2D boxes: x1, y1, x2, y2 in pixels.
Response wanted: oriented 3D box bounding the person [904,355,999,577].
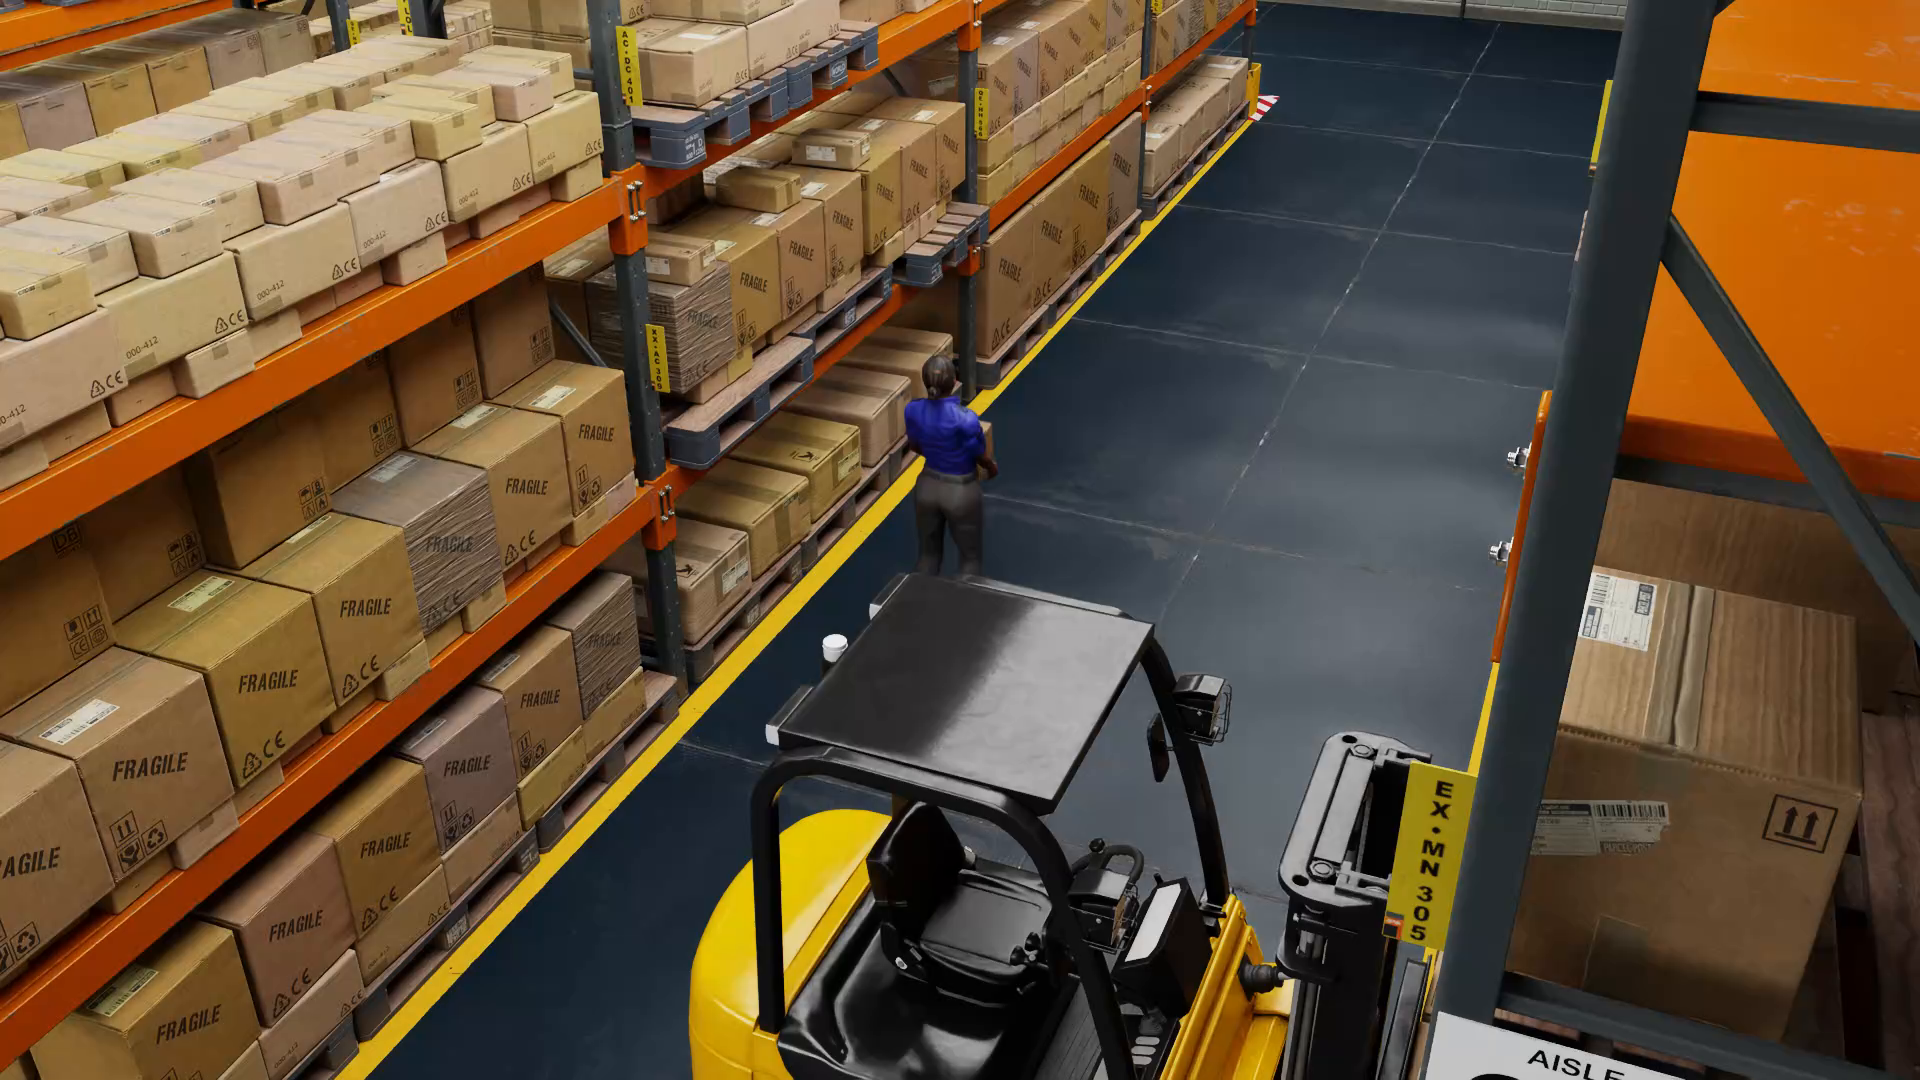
[{"bbox_3d":[-0.027,-0.263,8.855,0.448,1.655,0.507,14,33,23],"label":"person"}]
